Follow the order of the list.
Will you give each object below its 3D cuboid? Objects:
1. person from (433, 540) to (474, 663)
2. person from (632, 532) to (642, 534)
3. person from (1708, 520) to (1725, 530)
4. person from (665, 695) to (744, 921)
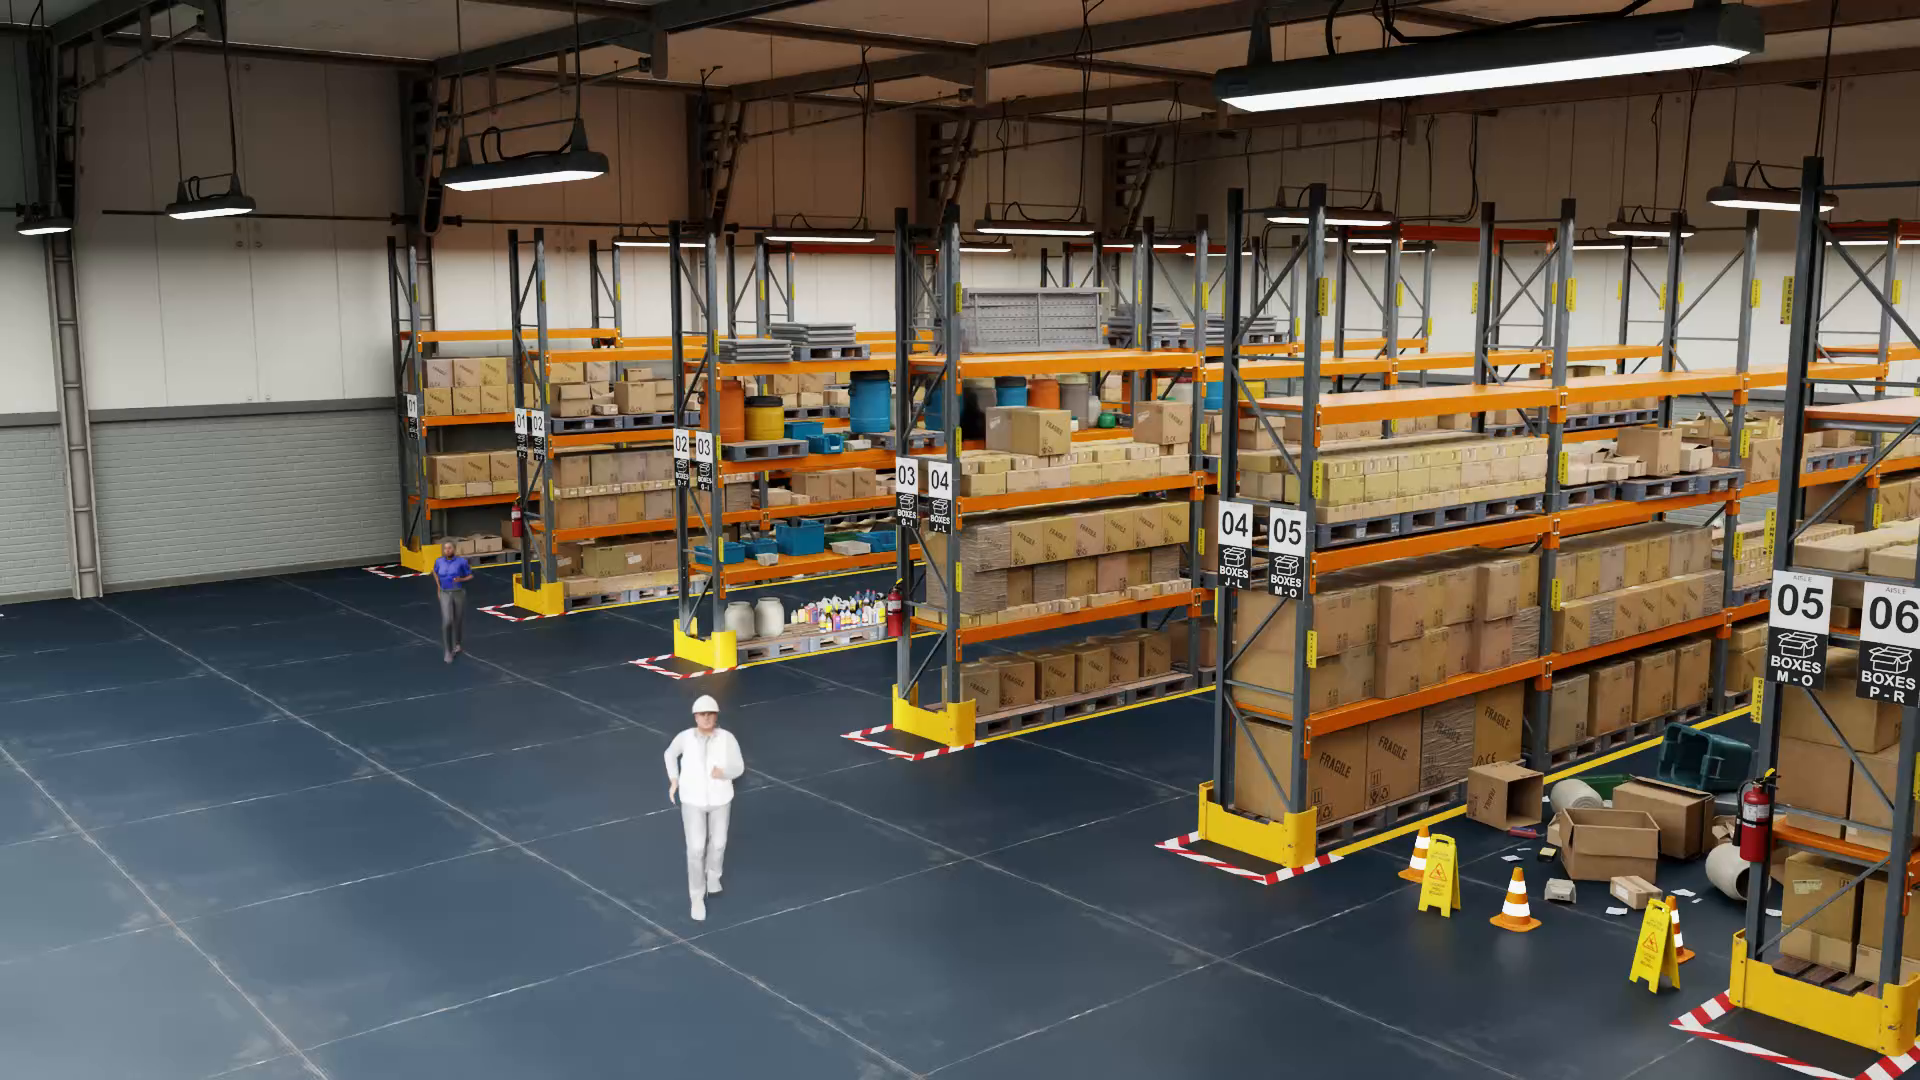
[{"bbox_3d":[-7.002,0.842,23.032,0.546,1.725,0.756,-2,9,-14],"label":"person"},{"bbox_3d":[-5.834,-0.333,30.081,0.690,1.771,1.042,7,11,40],"label":"person"},{"bbox_3d":[11.103,0.569,24.423,0.567,1.748,0.676,-6,11,-34],"label":"person"},{"bbox_3d":[-2.106,2.189,13.804,0.625,1.832,0.767,-2,9,-15],"label":"person"}]
